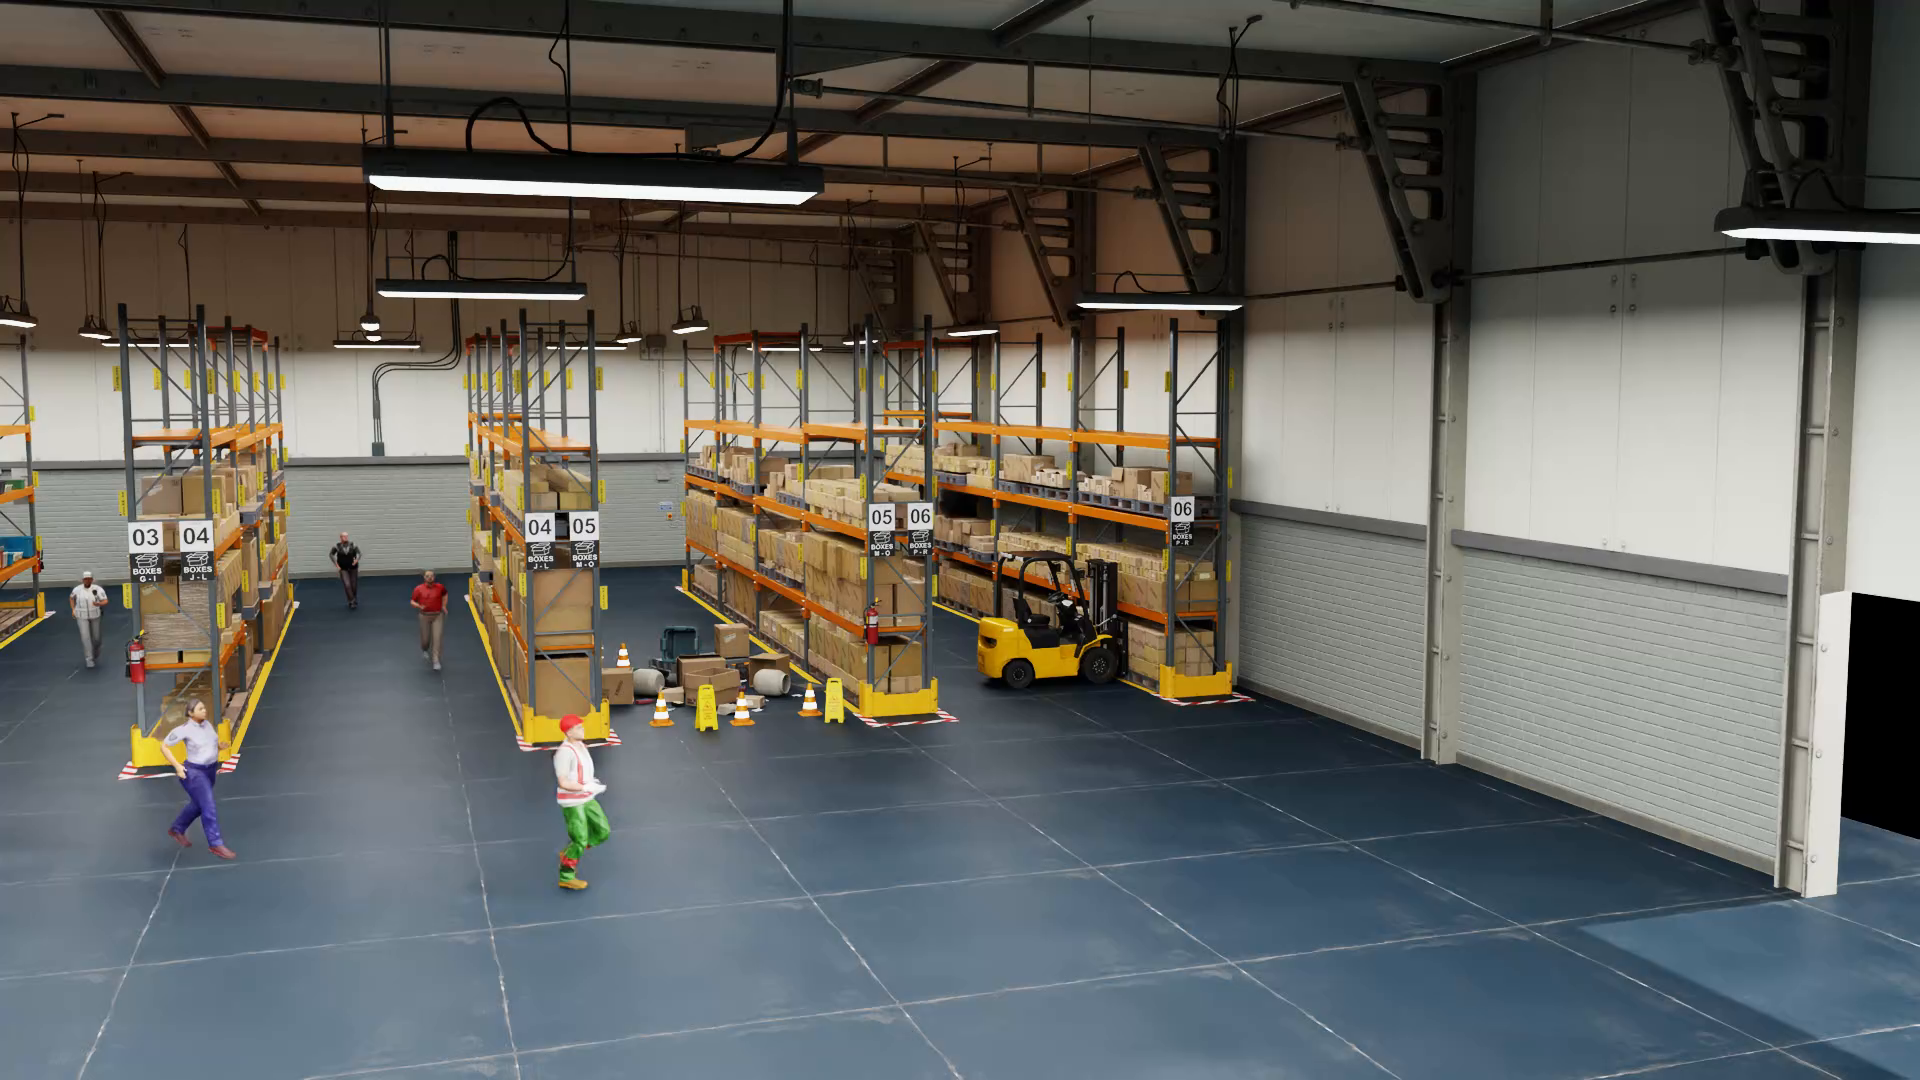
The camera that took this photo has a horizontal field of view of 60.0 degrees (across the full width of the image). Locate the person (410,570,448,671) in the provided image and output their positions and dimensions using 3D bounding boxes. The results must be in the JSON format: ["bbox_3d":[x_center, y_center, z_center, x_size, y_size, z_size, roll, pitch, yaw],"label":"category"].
[{"bbox_3d":[-9.266,1.418,29.124,0.664,1.653,0.954,-3,6,-25],"label":"person"}]

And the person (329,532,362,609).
[{"bbox_3d":[-13.616,0.657,36.864,0.676,1.698,0.826,-2,6,-17],"label":"person"}]

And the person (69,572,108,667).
[{"bbox_3d":[-15.394,1.373,29.411,0.607,1.650,0.906,-3,6,-28],"label":"person"}]

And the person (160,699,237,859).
[{"bbox_3d":[-8.048,2.511,17.577,0.895,1.658,0.594,1,5,9],"label":"person"}]

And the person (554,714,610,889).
[{"bbox_3d":[-3.733,2.576,16.410,0.577,1.744,0.649,1,6,11],"label":"person"}]
